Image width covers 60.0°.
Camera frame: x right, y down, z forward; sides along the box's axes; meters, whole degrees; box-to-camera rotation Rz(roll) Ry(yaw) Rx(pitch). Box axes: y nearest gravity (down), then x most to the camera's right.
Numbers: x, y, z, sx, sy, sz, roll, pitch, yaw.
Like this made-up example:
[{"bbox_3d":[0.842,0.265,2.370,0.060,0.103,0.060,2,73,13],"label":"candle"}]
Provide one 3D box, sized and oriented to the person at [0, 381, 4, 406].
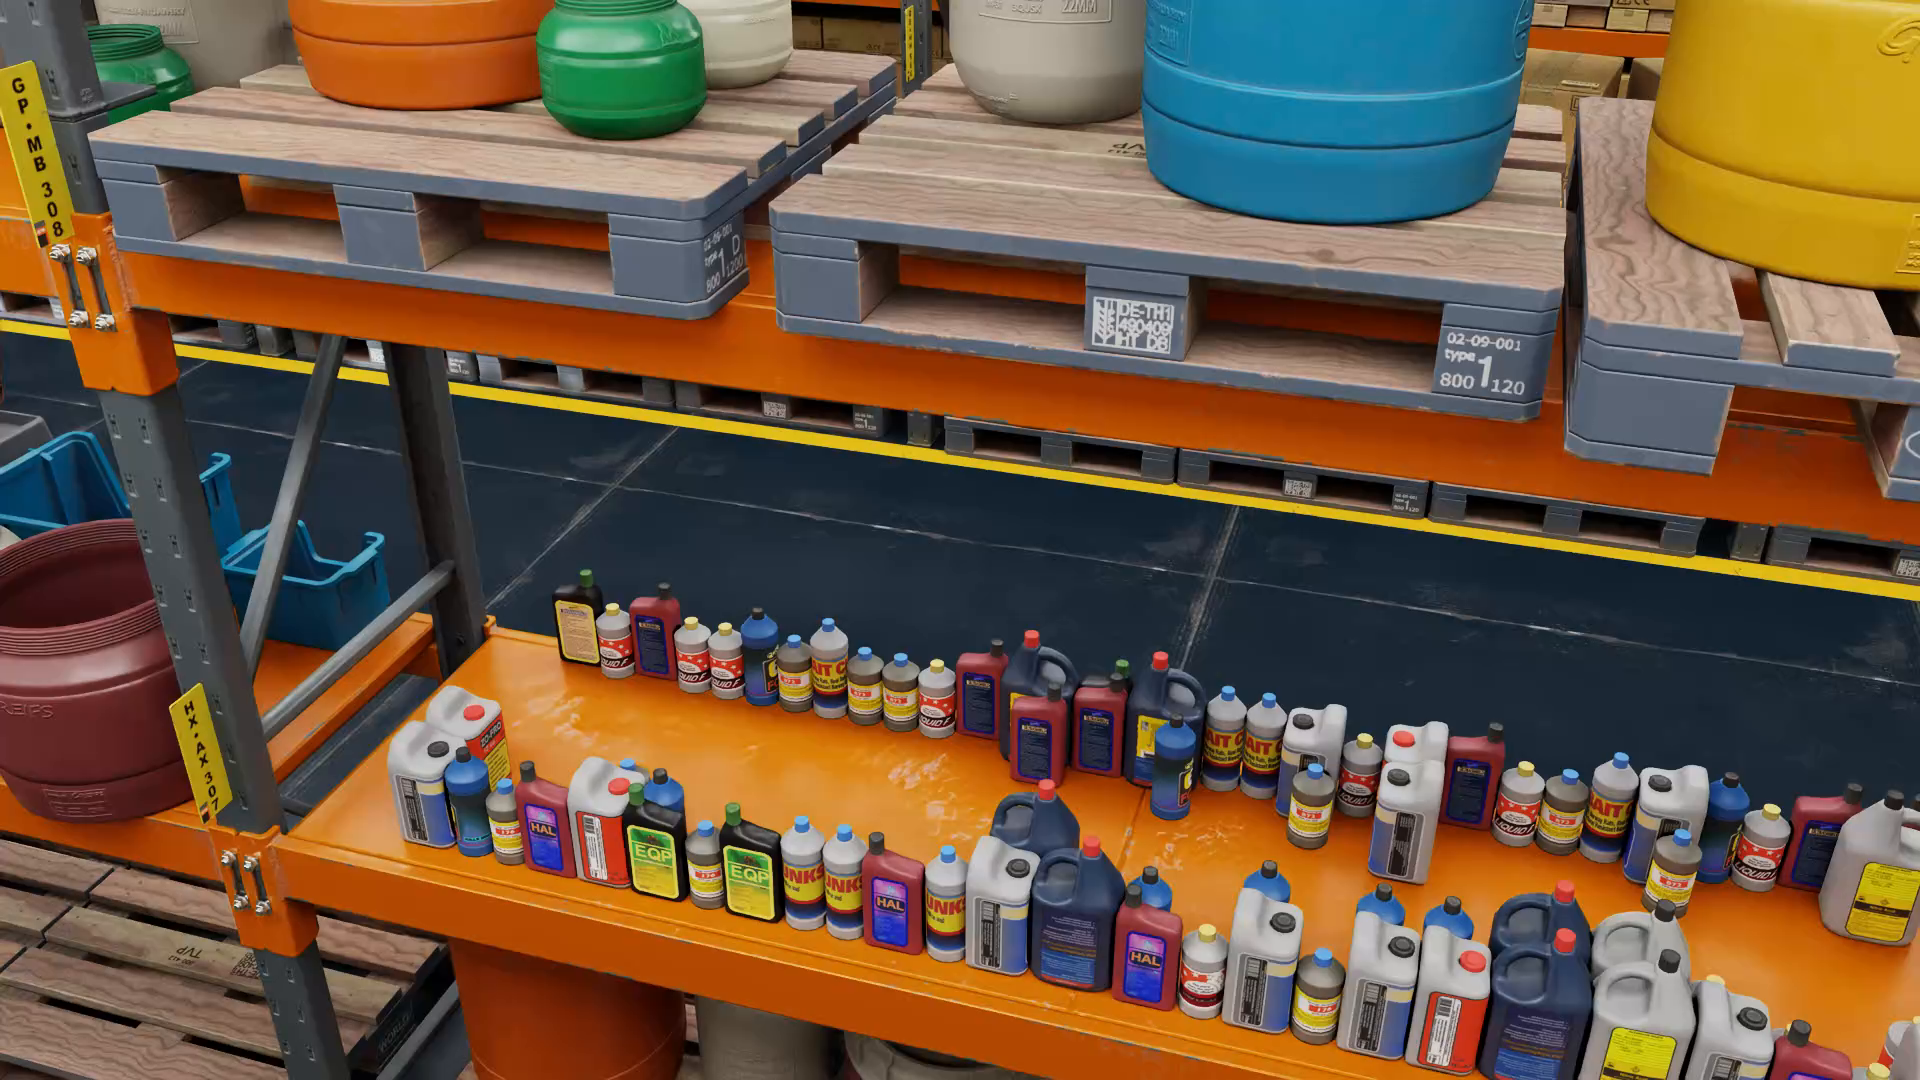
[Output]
[{"bbox_3d":[-4.594,-0.702,7.386,0.782,1.673,0.467,15,33,25],"label":"person"}]
